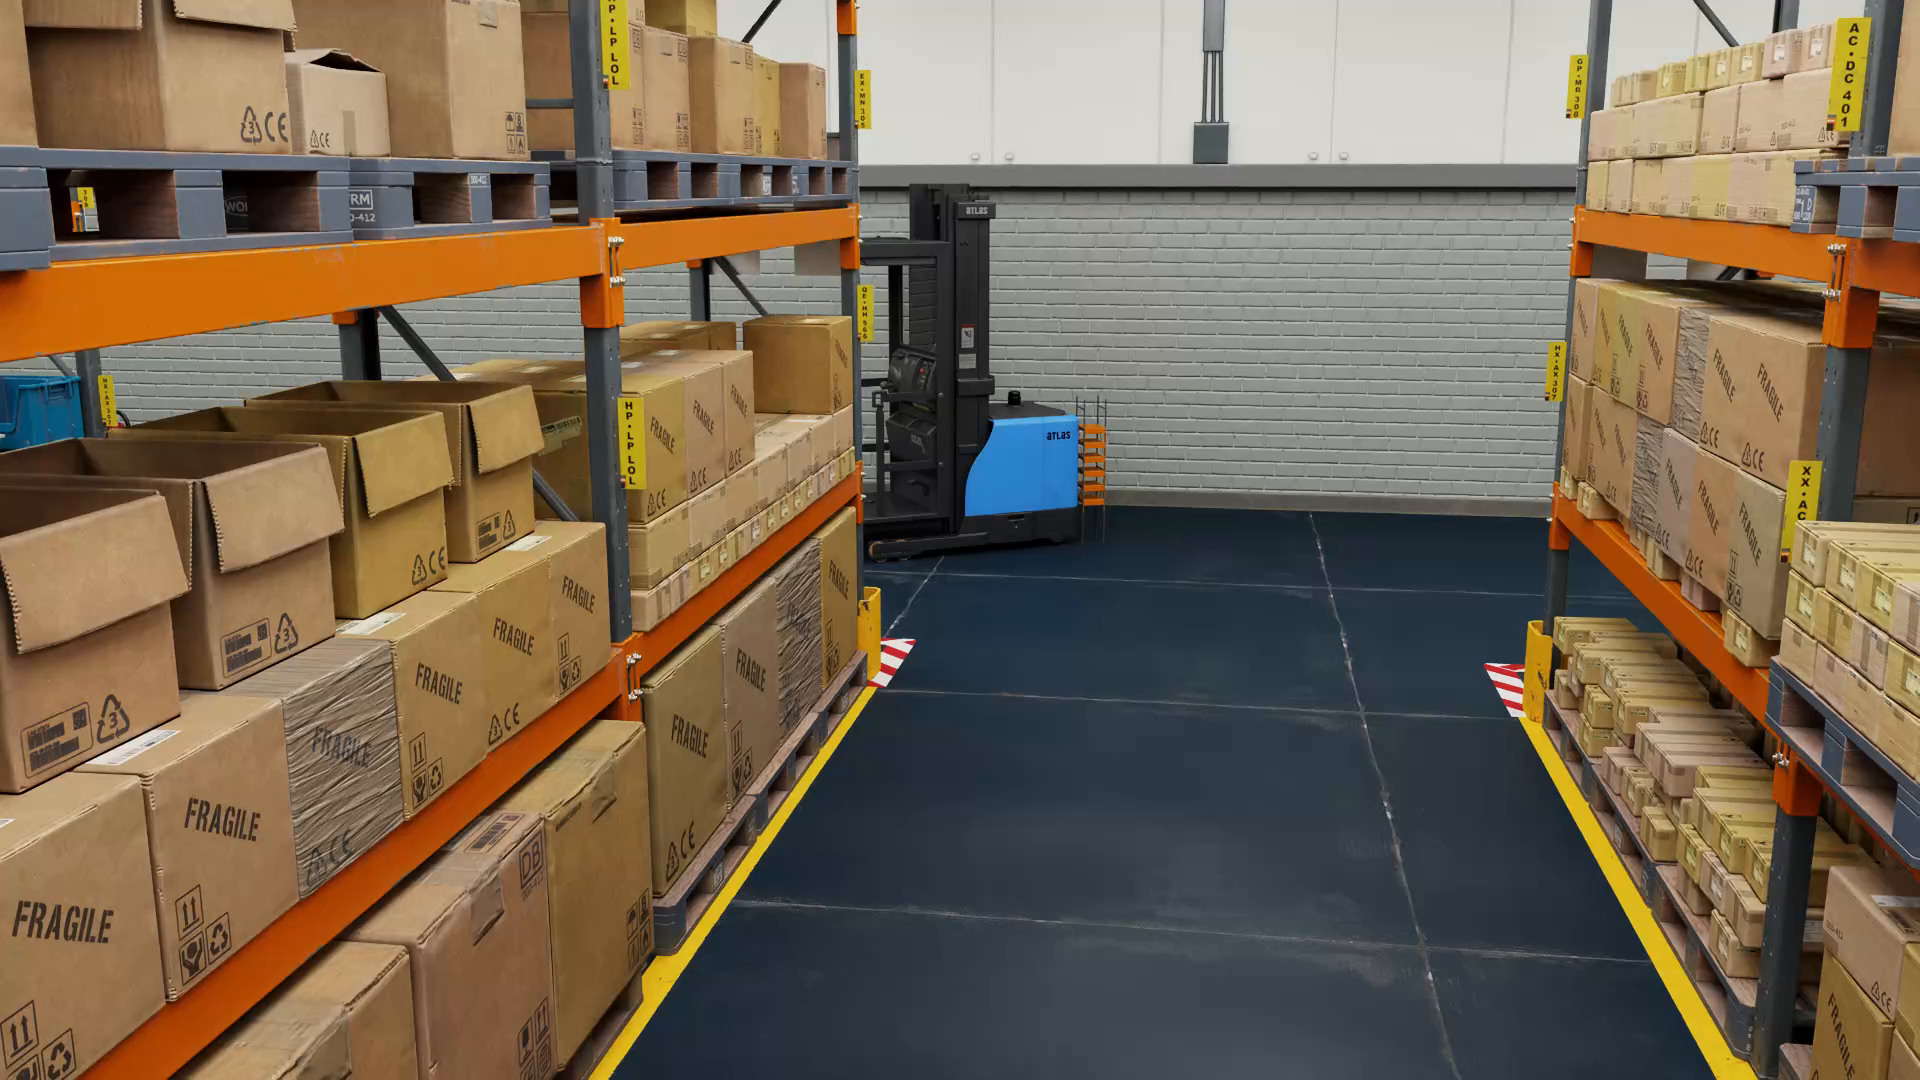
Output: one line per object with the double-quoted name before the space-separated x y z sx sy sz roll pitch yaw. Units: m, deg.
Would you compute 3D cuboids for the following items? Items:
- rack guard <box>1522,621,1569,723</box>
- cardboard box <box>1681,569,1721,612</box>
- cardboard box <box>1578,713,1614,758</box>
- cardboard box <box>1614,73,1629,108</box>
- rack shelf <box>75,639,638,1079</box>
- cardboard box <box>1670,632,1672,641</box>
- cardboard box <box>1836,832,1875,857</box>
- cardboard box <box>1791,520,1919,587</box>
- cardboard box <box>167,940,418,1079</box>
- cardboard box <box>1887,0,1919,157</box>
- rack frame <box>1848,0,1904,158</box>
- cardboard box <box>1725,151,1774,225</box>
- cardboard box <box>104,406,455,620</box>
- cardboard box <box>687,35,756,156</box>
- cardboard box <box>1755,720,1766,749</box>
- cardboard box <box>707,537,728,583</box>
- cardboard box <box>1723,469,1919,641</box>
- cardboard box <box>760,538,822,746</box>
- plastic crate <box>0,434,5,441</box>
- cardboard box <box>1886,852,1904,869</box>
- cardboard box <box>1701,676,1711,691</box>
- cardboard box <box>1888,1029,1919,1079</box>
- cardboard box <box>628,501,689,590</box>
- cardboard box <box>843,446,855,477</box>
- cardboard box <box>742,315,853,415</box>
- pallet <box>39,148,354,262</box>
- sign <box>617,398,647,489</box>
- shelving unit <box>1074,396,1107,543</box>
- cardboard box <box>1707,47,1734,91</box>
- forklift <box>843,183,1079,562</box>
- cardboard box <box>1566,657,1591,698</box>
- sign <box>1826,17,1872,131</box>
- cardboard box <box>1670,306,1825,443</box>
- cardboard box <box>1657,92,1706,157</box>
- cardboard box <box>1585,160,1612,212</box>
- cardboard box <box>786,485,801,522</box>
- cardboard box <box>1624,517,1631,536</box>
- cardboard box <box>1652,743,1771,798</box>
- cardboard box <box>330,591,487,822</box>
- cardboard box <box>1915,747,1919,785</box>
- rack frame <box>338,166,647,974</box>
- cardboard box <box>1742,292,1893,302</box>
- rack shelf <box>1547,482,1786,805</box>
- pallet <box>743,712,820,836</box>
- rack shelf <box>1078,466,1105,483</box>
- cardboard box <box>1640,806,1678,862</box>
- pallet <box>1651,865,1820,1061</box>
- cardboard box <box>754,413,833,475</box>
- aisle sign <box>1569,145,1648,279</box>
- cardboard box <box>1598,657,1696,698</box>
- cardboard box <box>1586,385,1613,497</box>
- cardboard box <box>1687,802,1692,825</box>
"rack guard" 3.785 0.757 9.293 1.175 0.500 0.348 2 12 9
"cardboard box" 3.103 0.187 6.603 0.380 0.149 0.250 1 12 6
"cardboard box" 3.262 0.965 8.165 0.380 0.149 0.250 2 12 9
"cardboard box" 3.351 -2.146 7.935 0.380 0.149 0.250 2 12 9
"rack shelf" -2.011 0.938 4.226 1.077 0.370 4.000 2 12 9
"cardboard box" 3.966 0.535 8.747 0.380 0.149 0.250 2 12 9
"cardboard box" 3.506 1.223 6.265 0.380 0.149 0.250 2 12 8
"cardboard box" 2.667 0.046 4.847 0.380 0.149 0.250 3 12 12
"cardboard box" -2.047 1.508 3.922 1.225 0.875 0.875 2 12 9
"cardboard box" 3.015 -1.293 4.519 0.700 0.500 0.500 2 12 9
"rack frame" 3.182 -2.580 4.607 1.000 3.000 0.127 2 12 9
"cardboard box" 3.079 -1.255 5.934 0.500 0.250 0.500 2 12 8
"cardboard box" -1.911 -0.093 4.687 0.797 0.503 0.637 2 12 9
"cardboard box" -1.335 -1.980 7.468 0.700 0.500 0.500 2 12 11
"cardboard box" 3.705 0.860 7.240 0.380 0.149 0.250 2 12 9
"cardboard box" -1.210 0.078 7.107 0.380 0.149 0.250 2 12 7
"cardboard box" 2.977 0.048 5.707 0.500 0.500 0.500 2 12 9
"cardboard box" -1.248 0.496 8.617 0.875 0.875 0.875 2 12 9
"plastic crate" -5.929 -0.548 9.897 0.396 0.136 0.243 2 12 9
"cardboard box" 3.439 1.185 5.734 0.380 0.149 0.250 2 12 11
"cardboard box" 3.920 0.790 8.273 0.380 0.149 0.250 1 12 6
"cardboard box" 2.726 1.624 4.273 0.500 0.500 0.500 2 12 11
"cardboard box" -1.373 0.009 6.481 0.500 0.250 0.500 2 12 8
"cardboard box" -0.818 -0.455 9.579 0.380 0.149 0.250 2 12 10
"cardboard box" -0.904 -0.991 9.342 0.500 0.500 0.500 2 12 9
"pallet" -2.103 -0.740 3.633 1.003 0.211 1.213 2 12 11
"sign" -1.166 -0.341 5.897 0.100 0.325 0.005 2 12 9
"shelving unit" 1.088 -0.592 13.892 0.189 1.200 0.258 -3 12 -12
"cardboard box" 3.133 -1.824 6.441 0.380 0.149 0.250 2 12 8
"forklift" -0.573 -1.382 13.448 3.031 2.935 1.130 -5 13 -22
"cardboard box" 3.365 0.718 8.604 0.380 0.149 0.250 2 12 8
"sign" 2.644 -1.383 4.943 0.100 0.325 0.005 2 12 9
"cardboard box" 3.154 -0.651 6.579 0.500 0.500 0.500 2 12 10
"cardboard box" 3.228 -1.716 6.886 0.500 0.250 0.500 1 12 7
"cardboard box" 3.475 -1.788 8.407 0.500 0.250 0.500 2 12 11
"cardboard box" -1.013 -0.188 8.342 0.380 0.149 0.250 2 12 9
"cardboard box" 3.360 -0.078 7.833 0.380 0.149 0.250 2 12 8
"cardboard box" 3.078 0.950 6.824 0.380 0.149 0.250 1 12 6
"cardboard box" -1.662 0.440 4.596 0.500 0.500 0.500 2 12 8
"cardboard box" 2.509 0.552 3.912 0.380 0.149 0.250 1 12 6
"rack frame" -1.704 0.170 6.083 1.000 3.000 0.127 2 12 9
"cardboard box" 3.823 -0.846 7.483 0.500 0.500 0.500 3 12 12
"rack shelf" 3.489 0.288 7.247 1.077 0.370 4.000 2 12 9
"pallet" -1.324 1.123 8.281 1.003 0.211 1.213 2 12 9
"rack shelf" 1.088 -0.549 13.902 0.180 0.103 0.258 -3 12 -12
"cardboard box" 3.064 1.232 6.925 0.380 0.149 0.250 2 12 9
"pallet" 3.250 1.574 6.187 1.003 0.211 1.213 2 12 9
"cardboard box" -0.979 -0.519 8.933 0.500 0.250 0.500 2 12 8
"aisle sign" 3.512 -1.776 8.945 0.394 0.787 0.004 2 12 9
"cardboard box" 3.335 0.679 8.081 0.380 0.149 0.250 1 12 6
"cardboard box" 3.398 -0.478 8.148 0.500 0.500 0.500 2 12 9
"cardboard box" 3.105 1.157 6.568 0.380 0.149 0.250 2 12 9
